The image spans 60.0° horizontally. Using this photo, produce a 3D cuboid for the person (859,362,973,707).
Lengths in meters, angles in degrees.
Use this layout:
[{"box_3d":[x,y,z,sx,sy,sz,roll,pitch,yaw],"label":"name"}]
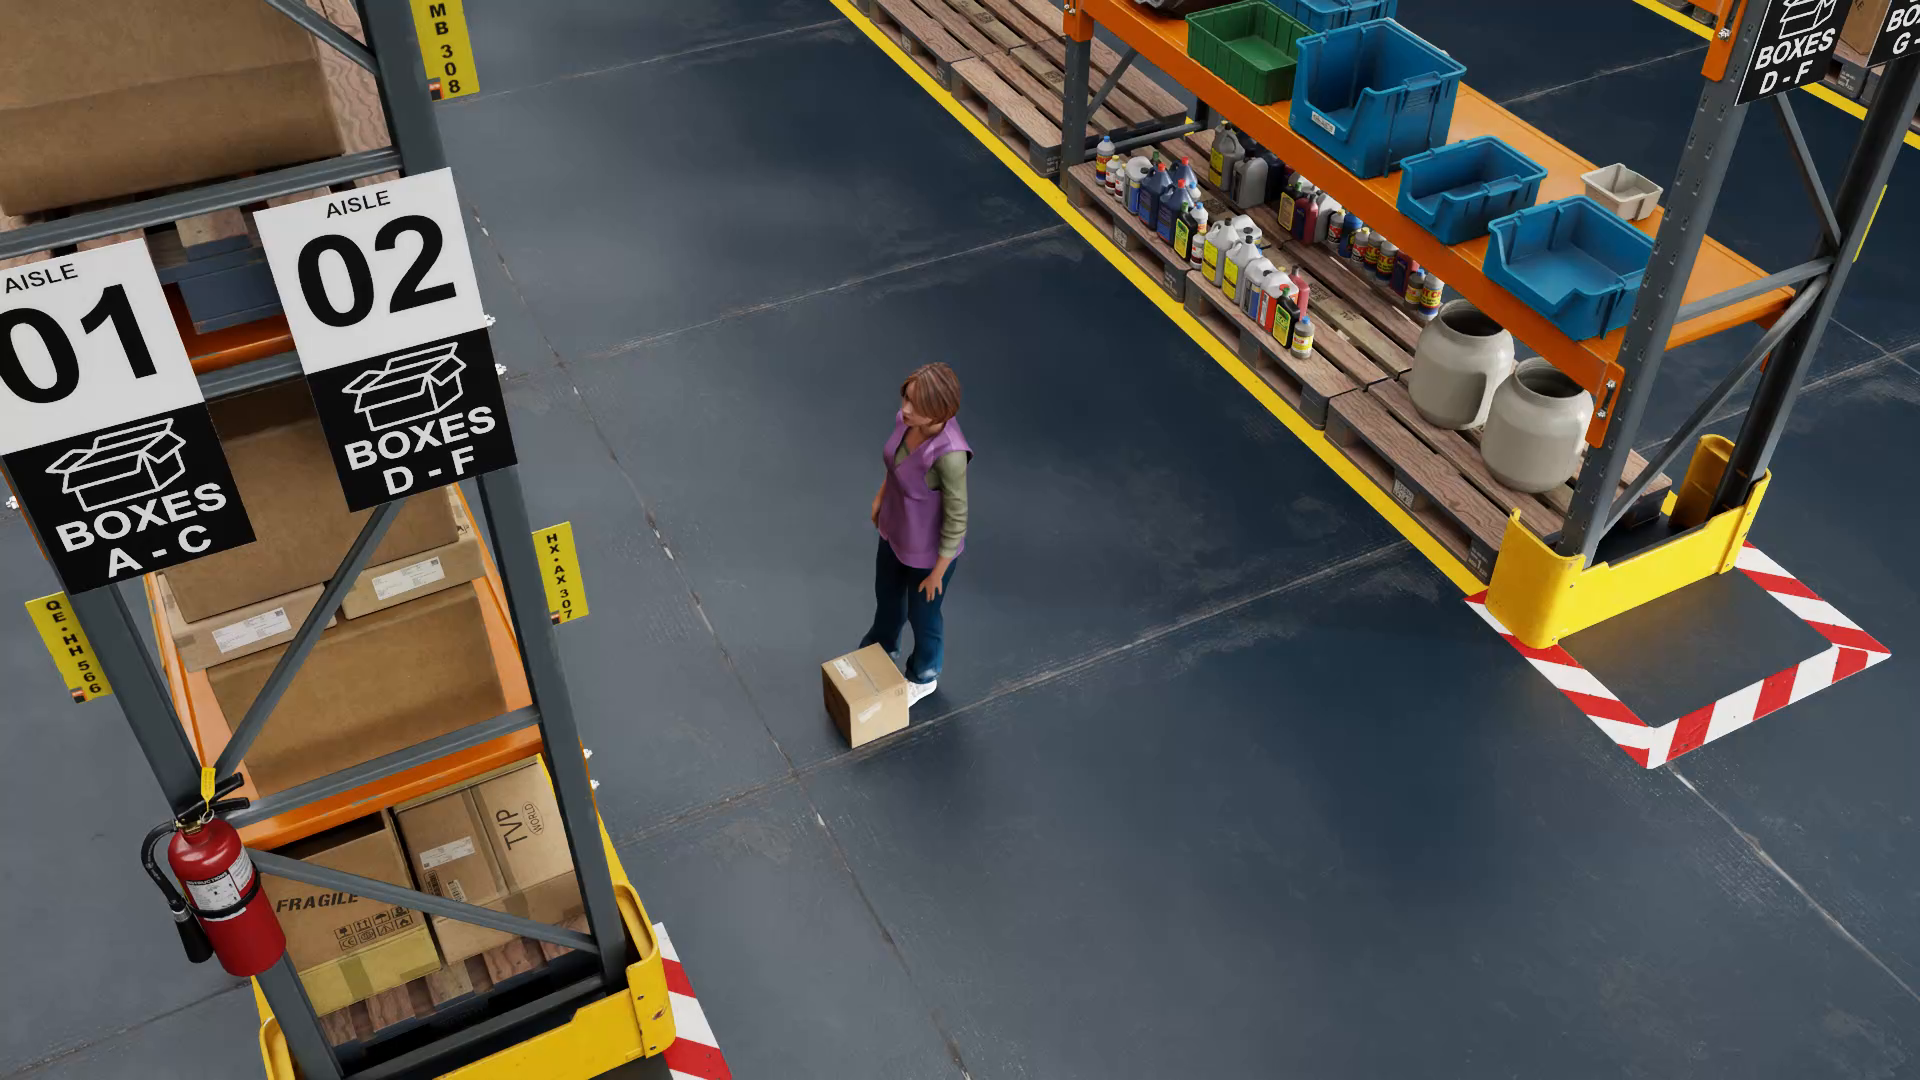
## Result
[{"box_3d":[-0.221,0.020,6.130,0.475,1.597,0.520,-19,45,-20],"label":"person"}]
